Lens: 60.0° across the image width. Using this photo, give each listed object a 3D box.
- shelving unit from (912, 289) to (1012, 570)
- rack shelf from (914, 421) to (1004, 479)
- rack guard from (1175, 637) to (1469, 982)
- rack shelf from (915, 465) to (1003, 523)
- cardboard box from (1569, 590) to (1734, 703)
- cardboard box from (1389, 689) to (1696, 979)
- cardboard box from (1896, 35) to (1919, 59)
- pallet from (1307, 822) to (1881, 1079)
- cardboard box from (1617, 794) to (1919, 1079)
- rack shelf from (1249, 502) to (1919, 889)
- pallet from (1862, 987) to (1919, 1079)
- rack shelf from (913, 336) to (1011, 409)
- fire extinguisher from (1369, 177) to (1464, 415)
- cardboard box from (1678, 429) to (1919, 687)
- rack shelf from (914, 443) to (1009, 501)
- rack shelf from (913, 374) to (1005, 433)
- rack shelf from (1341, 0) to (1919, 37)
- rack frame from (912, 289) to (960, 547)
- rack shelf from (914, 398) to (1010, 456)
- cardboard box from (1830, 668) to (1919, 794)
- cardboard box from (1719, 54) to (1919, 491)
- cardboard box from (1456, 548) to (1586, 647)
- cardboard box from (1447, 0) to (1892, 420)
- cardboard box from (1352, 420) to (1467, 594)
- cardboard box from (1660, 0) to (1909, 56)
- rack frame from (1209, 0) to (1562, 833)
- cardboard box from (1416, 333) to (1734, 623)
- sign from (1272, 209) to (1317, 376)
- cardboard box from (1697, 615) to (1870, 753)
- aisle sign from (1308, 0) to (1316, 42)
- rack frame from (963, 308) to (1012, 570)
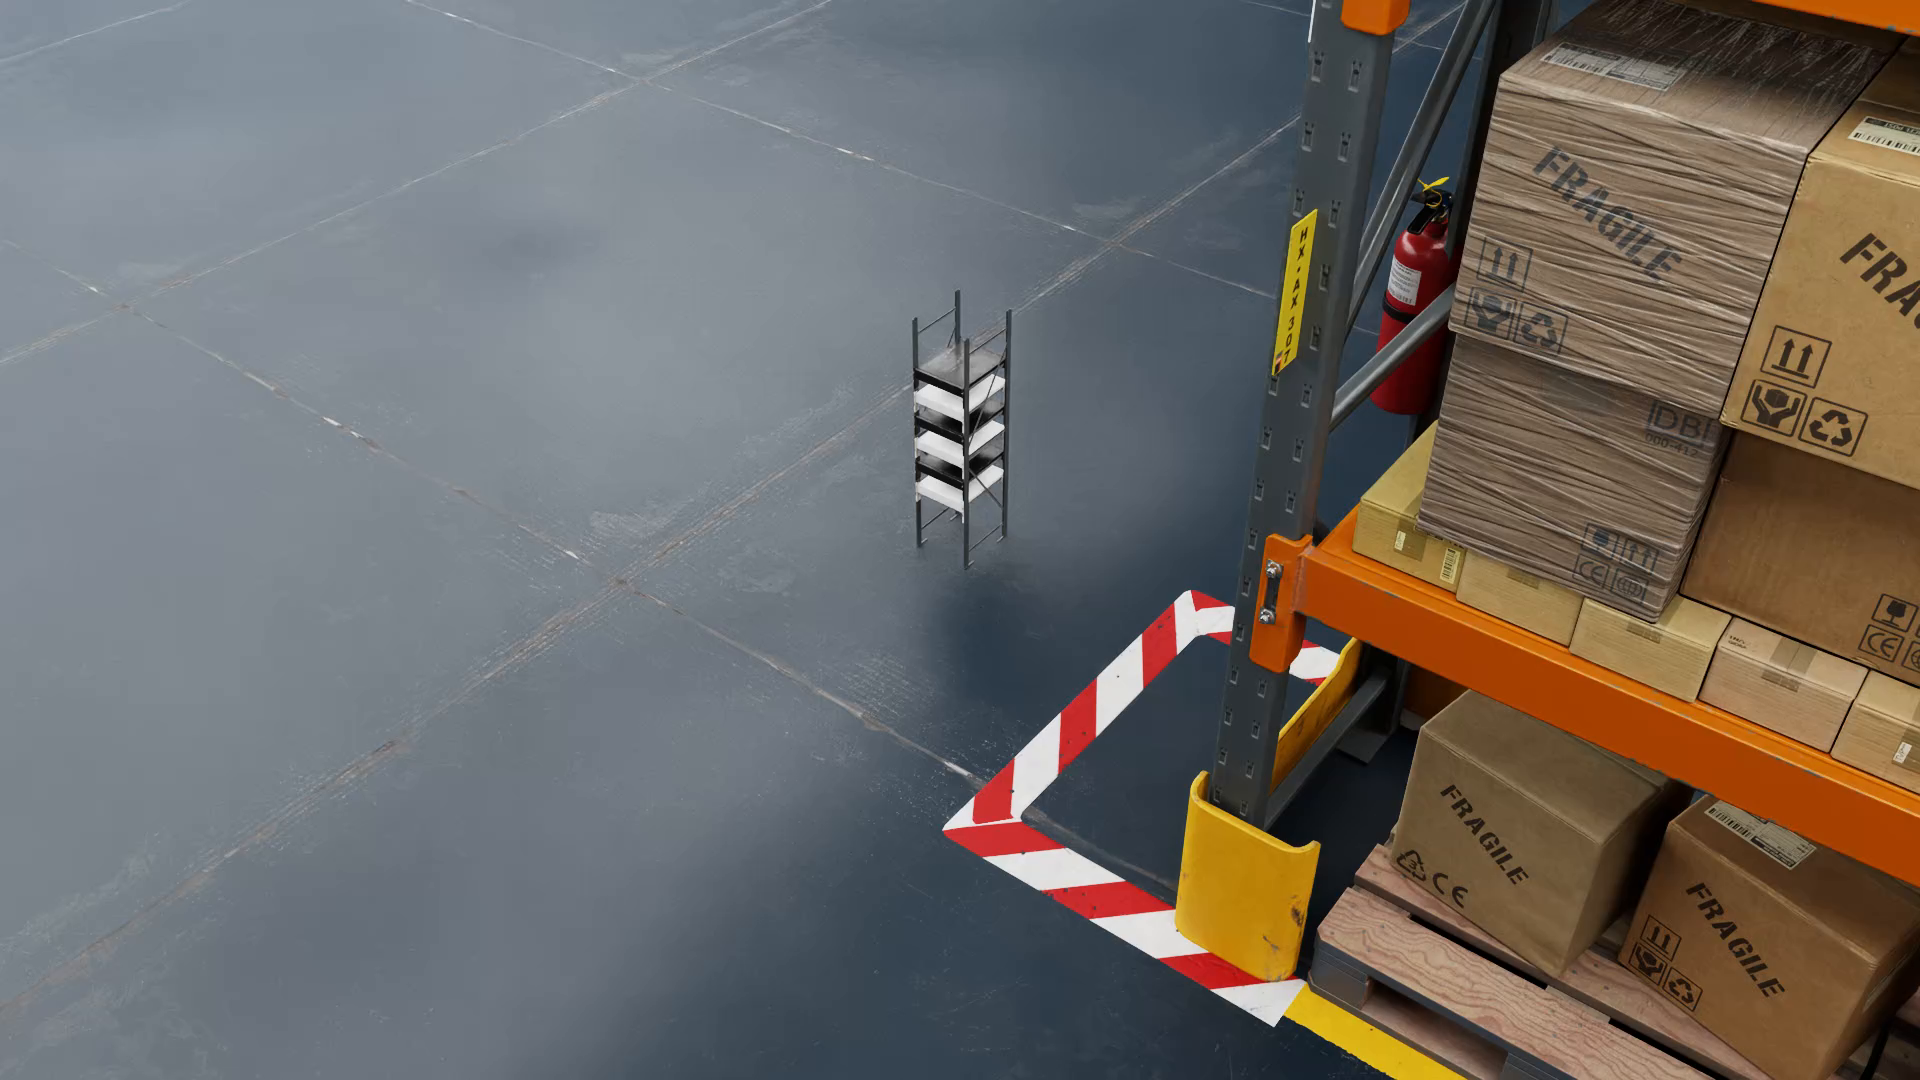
[{"bbox_3d":[0.006,-0.351,5.469,0.210,0.900,0.258,25,45,29],"label":"shelving unit"},{"bbox_3d":[0.006,-0.325,5.489,0.200,0.077,0.258,25,45,29],"label":"rack shelf"},{"bbox_3d":[1.039,0.611,4.564,0.348,0.500,1.175,25,45,29],"label":"rack guard"},{"bbox_3d":[0.006,-0.183,5.600,0.200,0.077,0.258,25,45,29],"label":"rack shelf"},{"bbox_3d":[1.437,0.125,3.361,0.250,0.149,0.380,25,45,29],"label":"cardboard box"},{"bbox_3d":[1.465,0.659,4.162,0.500,0.500,0.500,-29,46,-32],"label":"cardboard box"},{"bbox_3d":[1.966,-0.683,3.055,0.500,0.500,0.500,25,45,29],"label":"cardboard box"},{"bbox_3d":[1.663,1.046,4.243,1.213,0.211,1.003,25,45,29],"label":"pallet"},{"bbox_3d":[1.960,0.866,3.897,0.500,0.500,0.500,-25,45,-29],"label":"cardboard box"},{"bbox_3d":[2.567,0.630,3.095,4.000,0.370,1.077,25,45,29],"label":"rack shelf"},{"bbox_3d":[2.628,1.503,3.659,1.213,0.211,1.003,25,45,29],"label":"pallet"},{"bbox_3d":[0.006,-0.538,5.323,0.200,0.077,0.258,25,45,29],"label":"rack shelf"},{"bbox_3d":[1.168,-0.640,4.197,0.183,0.674,0.296,25,45,29],"label":"fire extinguisher"},{"bbox_3d":[1.869,-0.210,3.263,0.500,0.500,0.875,25,45,29],"label":"cardboard box"},{"bbox_3d":[0.006,-0.254,5.545,0.200,0.077,0.258,25,45,29],"label":"rack shelf"},{"bbox_3d":[0.006,-0.467,5.378,0.200,0.077,0.258,25,45,29],"label":"rack shelf"},{"bbox_3d":[2.567,-0.551,2.170,4.000,0.370,1.077,25,45,29],"label":"rack shelf"},{"bbox_3d":[-0.074,-0.389,5.517,0.006,0.900,0.240,25,45,29],"label":"rack frame"},{"bbox_3d":[0.006,-0.396,5.434,0.200,0.077,0.258,25,45,29],"label":"rack shelf"},{"bbox_3d":[1.842,0.305,3.131,0.250,0.149,0.380,25,45,29],"label":"cardboard box"},{"bbox_3d":[1.643,-0.422,2.722,0.500,0.500,0.500,25,45,29],"label":"cardboard box"},{"bbox_3d":[1.247,0.024,3.490,0.250,0.149,0.380,25,45,29],"label":"cardboard box"},{"bbox_3d":[1.250,-0.613,2.966,0.500,0.500,0.500,25,45,29],"label":"cardboard box"},{"bbox_3d":[1.060,-0.079,3.622,0.250,0.149,0.380,25,45,29],"label":"cardboard box"},{"bbox_3d":[1.566,-0.867,3.291,0.500,0.500,0.500,25,45,29],"label":"cardboard box"},{"bbox_3d":[0.979,-0.402,3.830,0.127,3.000,1.000,25,45,29],"label":"rack frame"},{"bbox_3d":[1.399,-0.339,3.427,0.500,0.500,0.875,25,45,29],"label":"cardboard box"},{"bbox_3d":[0.649,-0.477,3.224,0.005,0.325,0.100,25,45,29],"label":"sign"},{"bbox_3d":[1.648,0.208,3.255,0.250,0.149,0.380,25,45,29],"label":"cardboard box"},{"bbox_3d":[0.747,-1.302,2.871,0.004,0.787,0.394,25,45,29],"label":"aisle sign"},{"bbox_3d":[0.087,-0.313,5.420,0.006,0.900,0.240,25,45,29],"label":"rack frame"}]
